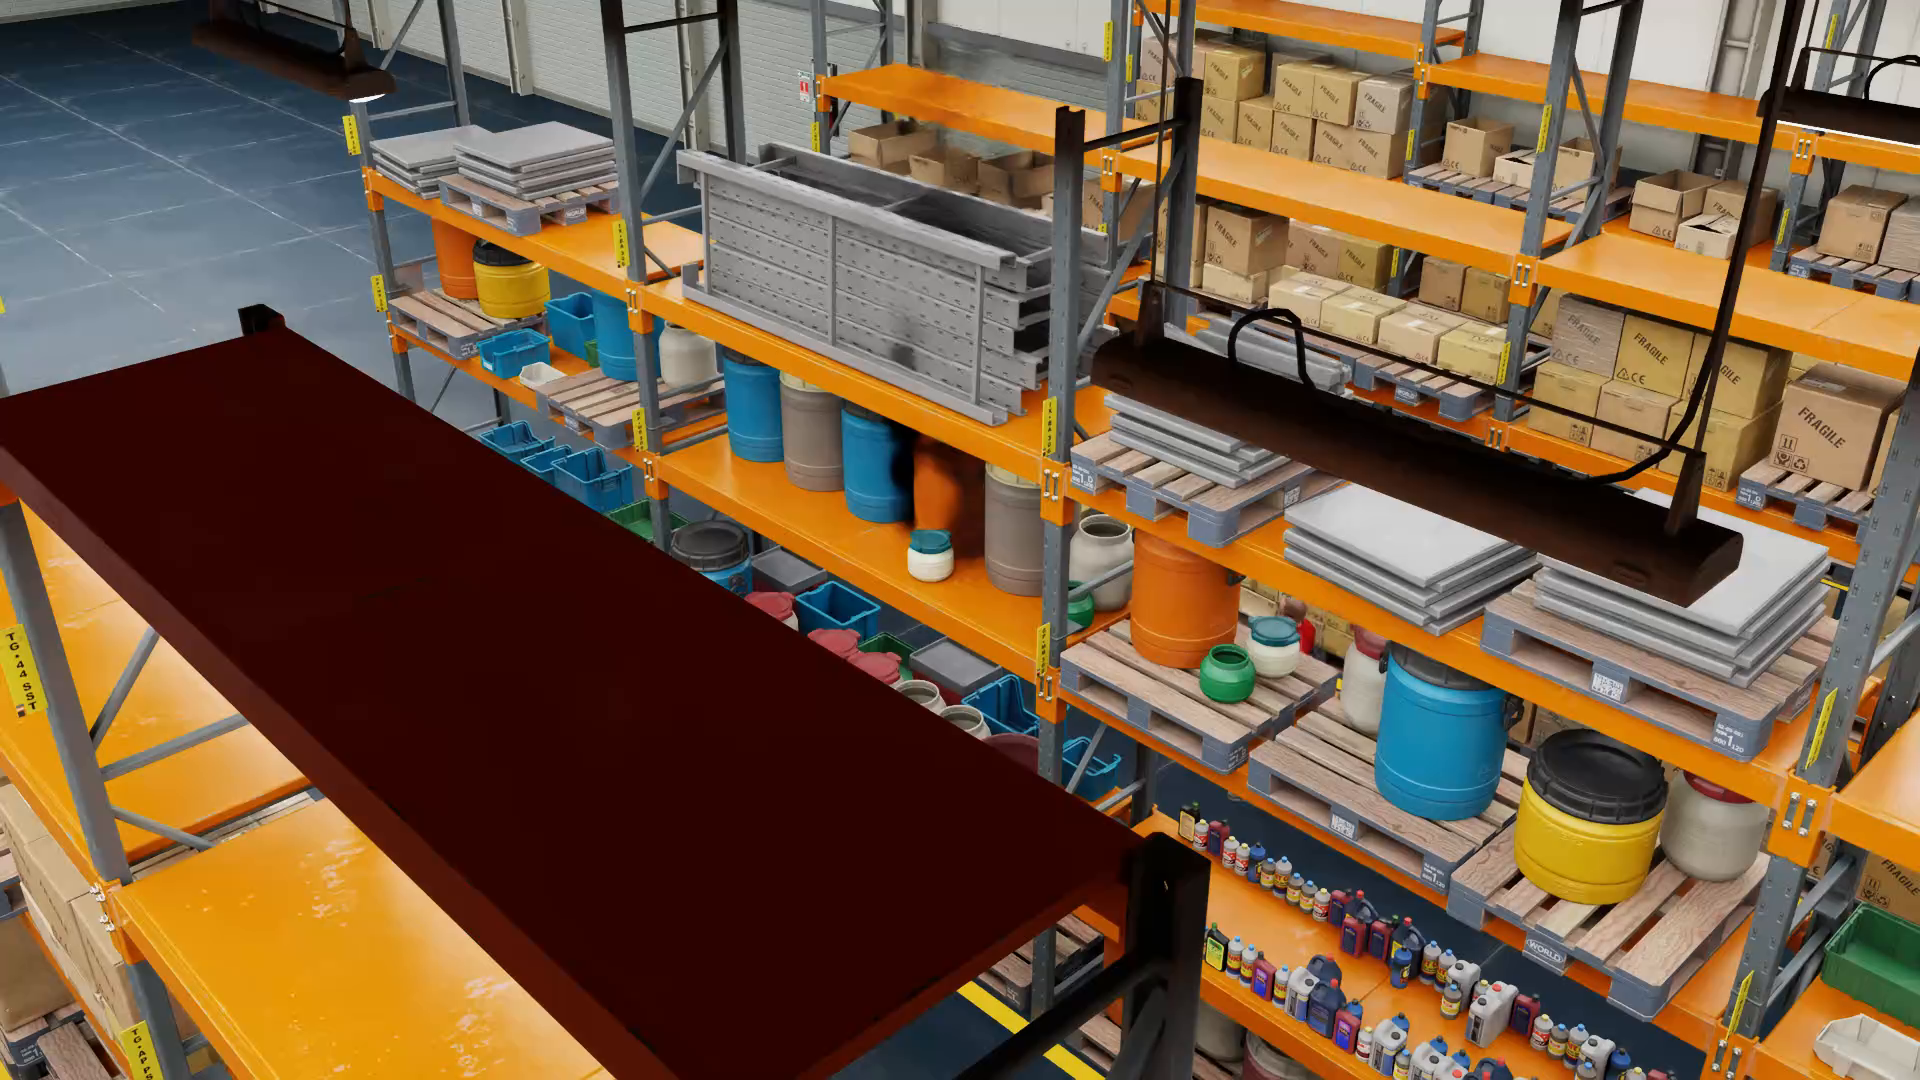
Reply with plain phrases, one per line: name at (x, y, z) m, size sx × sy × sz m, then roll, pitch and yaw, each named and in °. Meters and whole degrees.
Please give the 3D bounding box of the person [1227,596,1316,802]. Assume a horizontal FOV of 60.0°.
person at (2.386, 1.211, 12.188) m, size 0.830 × 1.814 × 0.603 m, roll 20°, pitch 34°, yaw 33°
